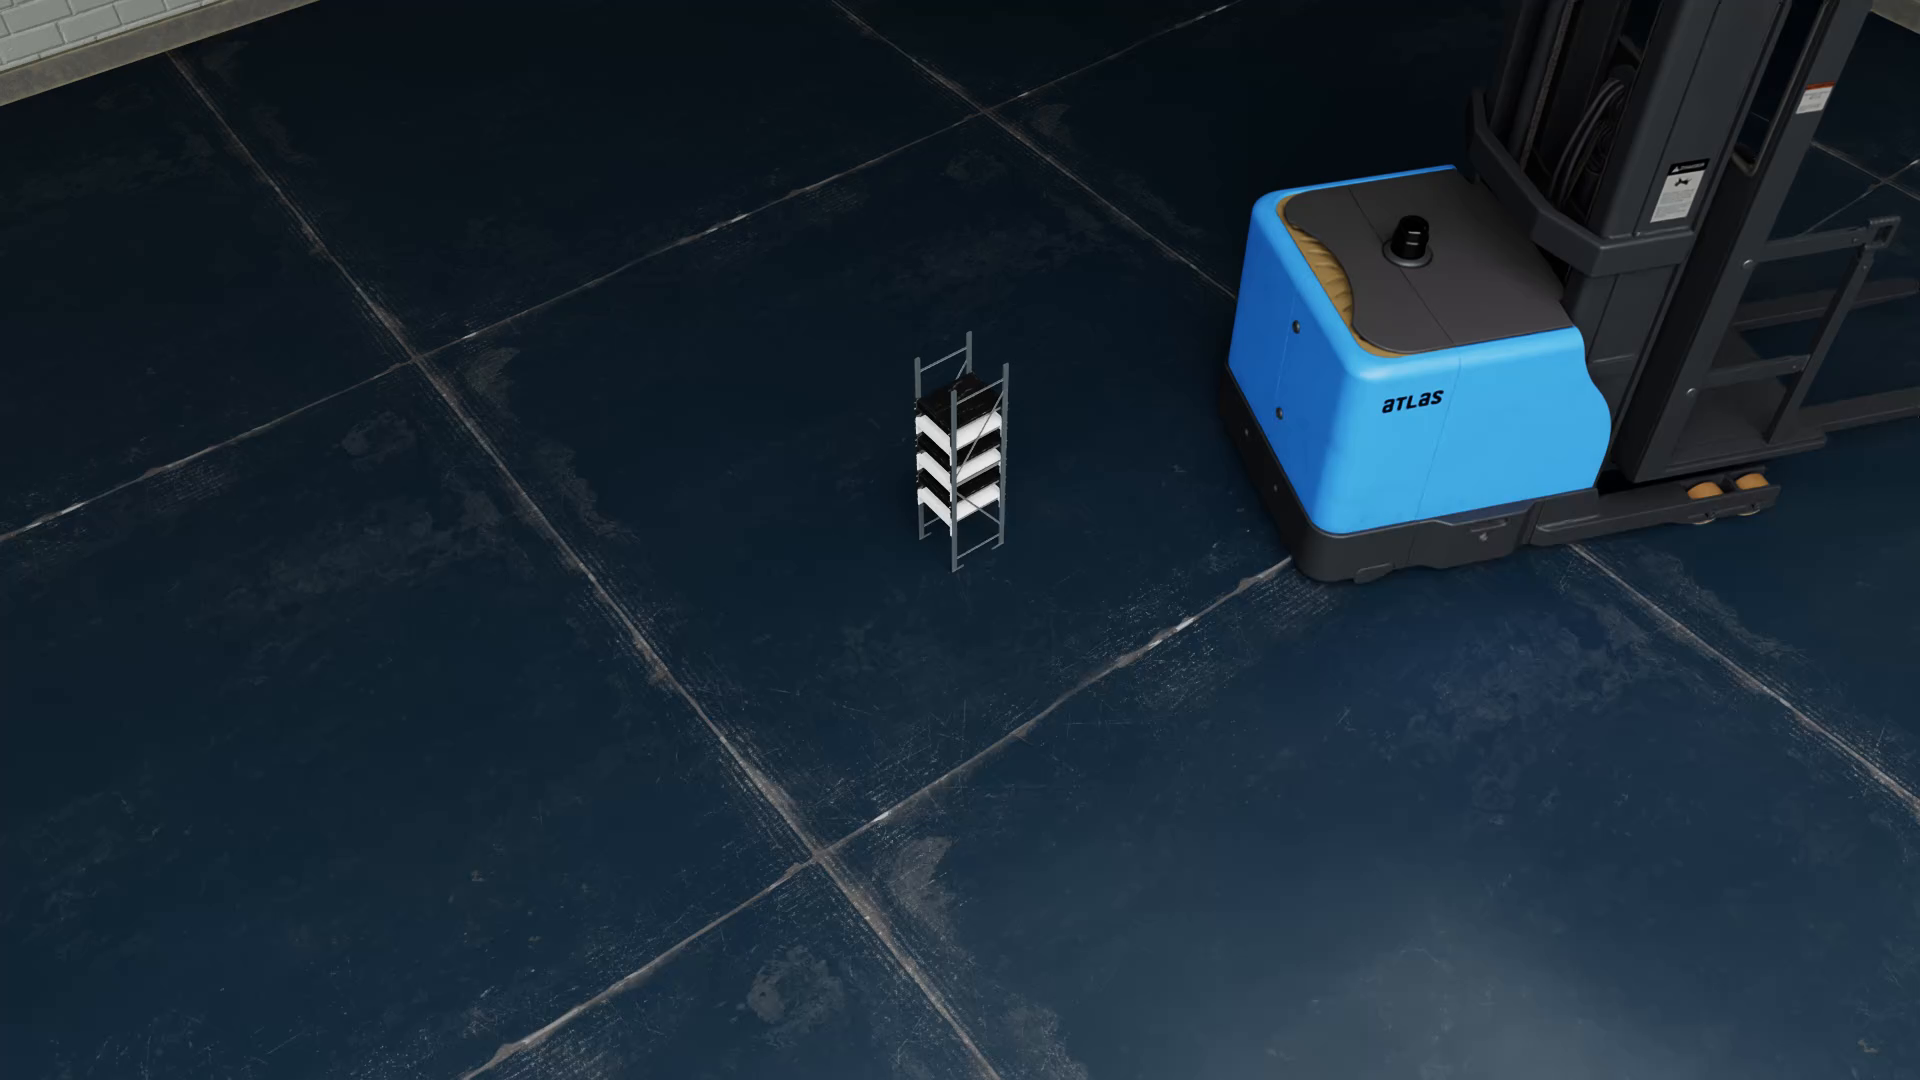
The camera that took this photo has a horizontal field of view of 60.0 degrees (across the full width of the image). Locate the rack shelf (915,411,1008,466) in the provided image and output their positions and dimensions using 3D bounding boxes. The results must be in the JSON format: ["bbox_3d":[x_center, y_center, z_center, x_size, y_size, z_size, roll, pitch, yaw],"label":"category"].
[{"bbox_3d":[0.005,-0.396,5.804,0.258,0.077,0.200,-29,54,-24],"label":"rack shelf"}]

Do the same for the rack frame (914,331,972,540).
[{"bbox_3d":[-0.057,-0.357,5.967,0.240,0.900,0.006,-29,54,-24],"label":"rack frame"}]

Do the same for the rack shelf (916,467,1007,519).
[{"bbox_3d":[0.005,-0.215,6.004,0.258,0.077,0.200,-29,54,-24],"label":"rack shelf"}]

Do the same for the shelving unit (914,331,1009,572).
[{"bbox_3d":[0.005,-0.297,5.912,0.258,0.900,0.210,-29,54,-24],"label":"shelving unit"}]

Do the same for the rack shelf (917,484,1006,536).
[{"bbox_3d":[0.005,-0.154,6.070,0.258,0.077,0.200,-29,54,-24],"label":"rack shelf"}]

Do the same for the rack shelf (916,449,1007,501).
[{"bbox_3d":[0.005,-0.275,5.937,0.258,0.077,0.200,-29,54,-24],"label":"rack shelf"}]

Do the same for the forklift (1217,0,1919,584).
[{"bbox_3d":[2.600,-1.414,5.554,3.031,2.935,1.130,-10,49,-9],"label":"forklift"}]

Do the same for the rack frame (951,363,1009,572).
[{"bbox_3d":[0.066,-0.237,5.858,0.240,0.900,0.006,-29,54,-24],"label":"rack frame"}]

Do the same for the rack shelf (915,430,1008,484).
[{"bbox_3d":[0.005,-0.336,5.870,0.258,0.077,0.200,-29,54,-24],"label":"rack shelf"}]

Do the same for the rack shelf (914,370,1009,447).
[{"bbox_3d":[0.005,-0.456,5.737,0.258,0.077,0.200,-29,54,-24],"label":"rack shelf"}]
